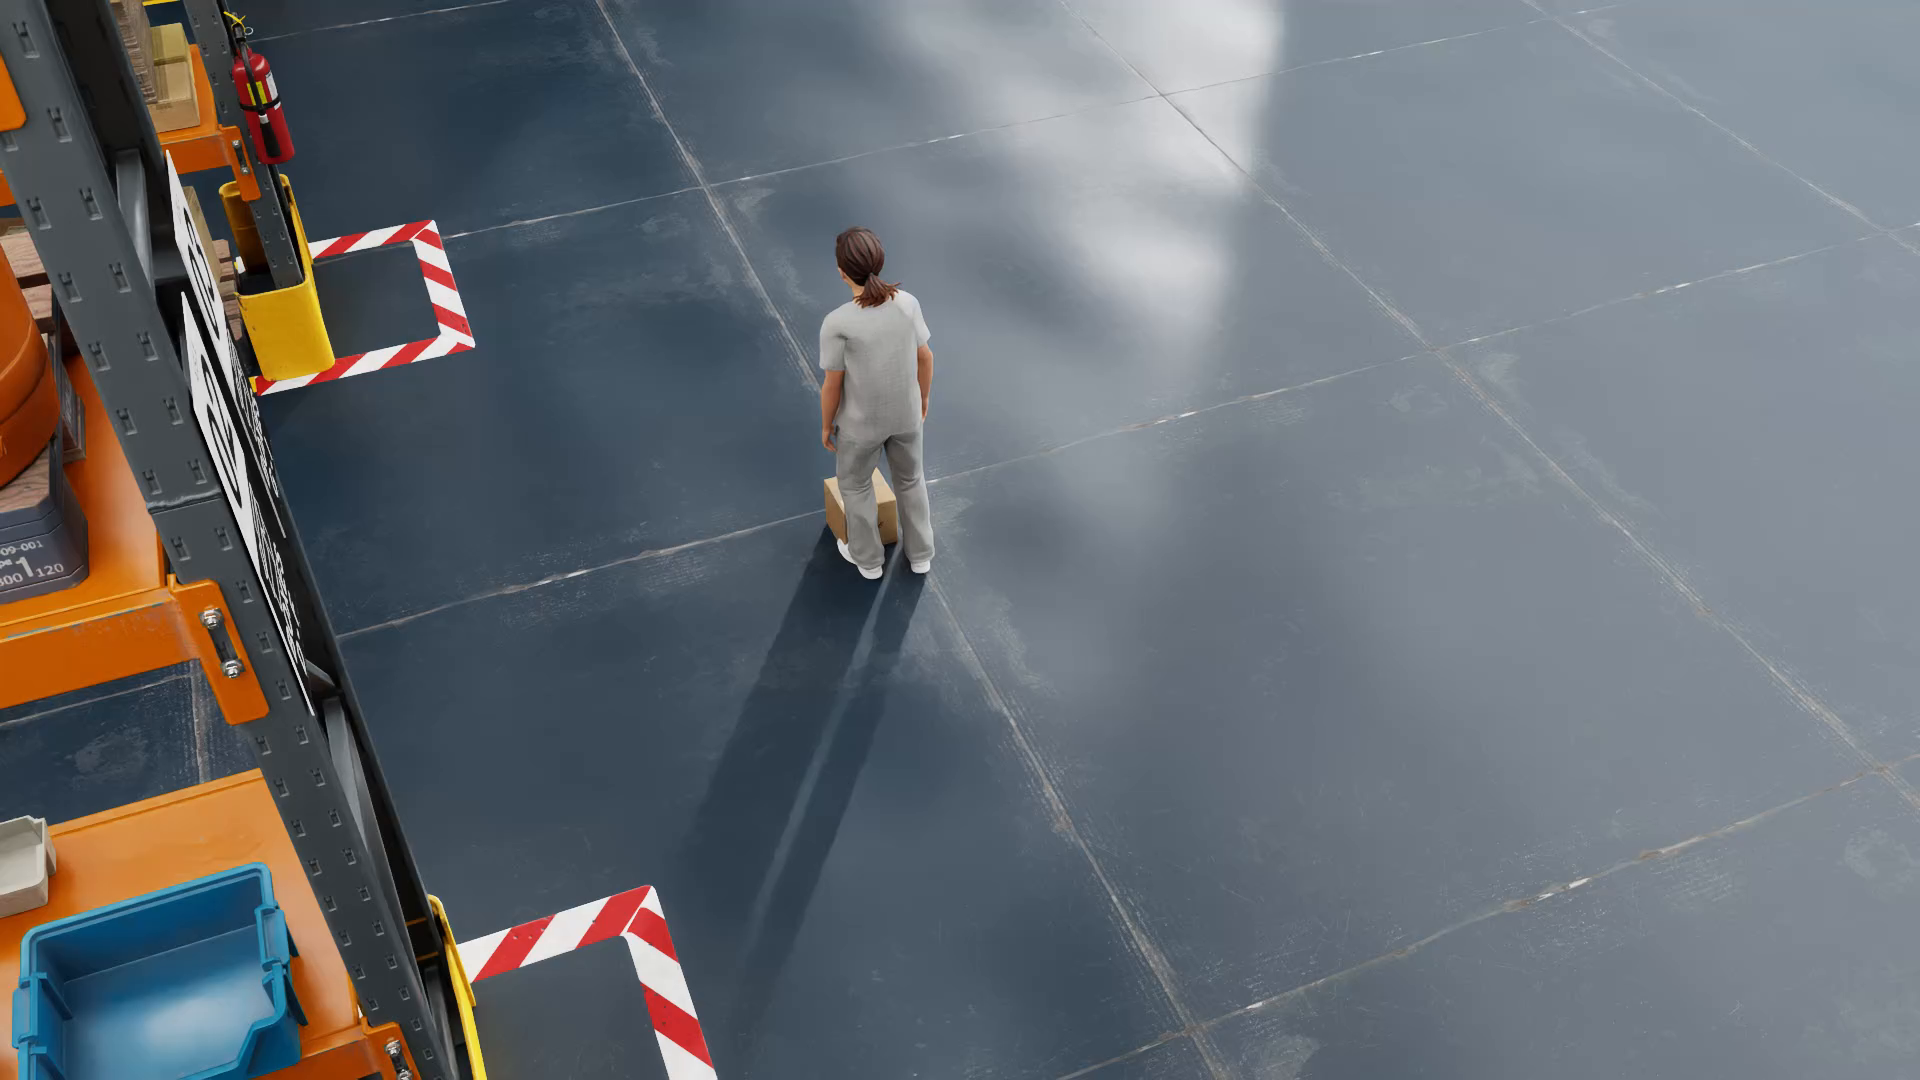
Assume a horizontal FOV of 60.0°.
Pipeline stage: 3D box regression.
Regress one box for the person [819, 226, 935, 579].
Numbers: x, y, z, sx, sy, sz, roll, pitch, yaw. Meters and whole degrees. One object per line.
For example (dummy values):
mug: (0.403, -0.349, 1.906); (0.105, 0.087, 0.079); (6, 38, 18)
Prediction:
person: (-0.346, -0.522, 6.747); (0.501, 1.665, 0.416); (-18, 45, -19)
